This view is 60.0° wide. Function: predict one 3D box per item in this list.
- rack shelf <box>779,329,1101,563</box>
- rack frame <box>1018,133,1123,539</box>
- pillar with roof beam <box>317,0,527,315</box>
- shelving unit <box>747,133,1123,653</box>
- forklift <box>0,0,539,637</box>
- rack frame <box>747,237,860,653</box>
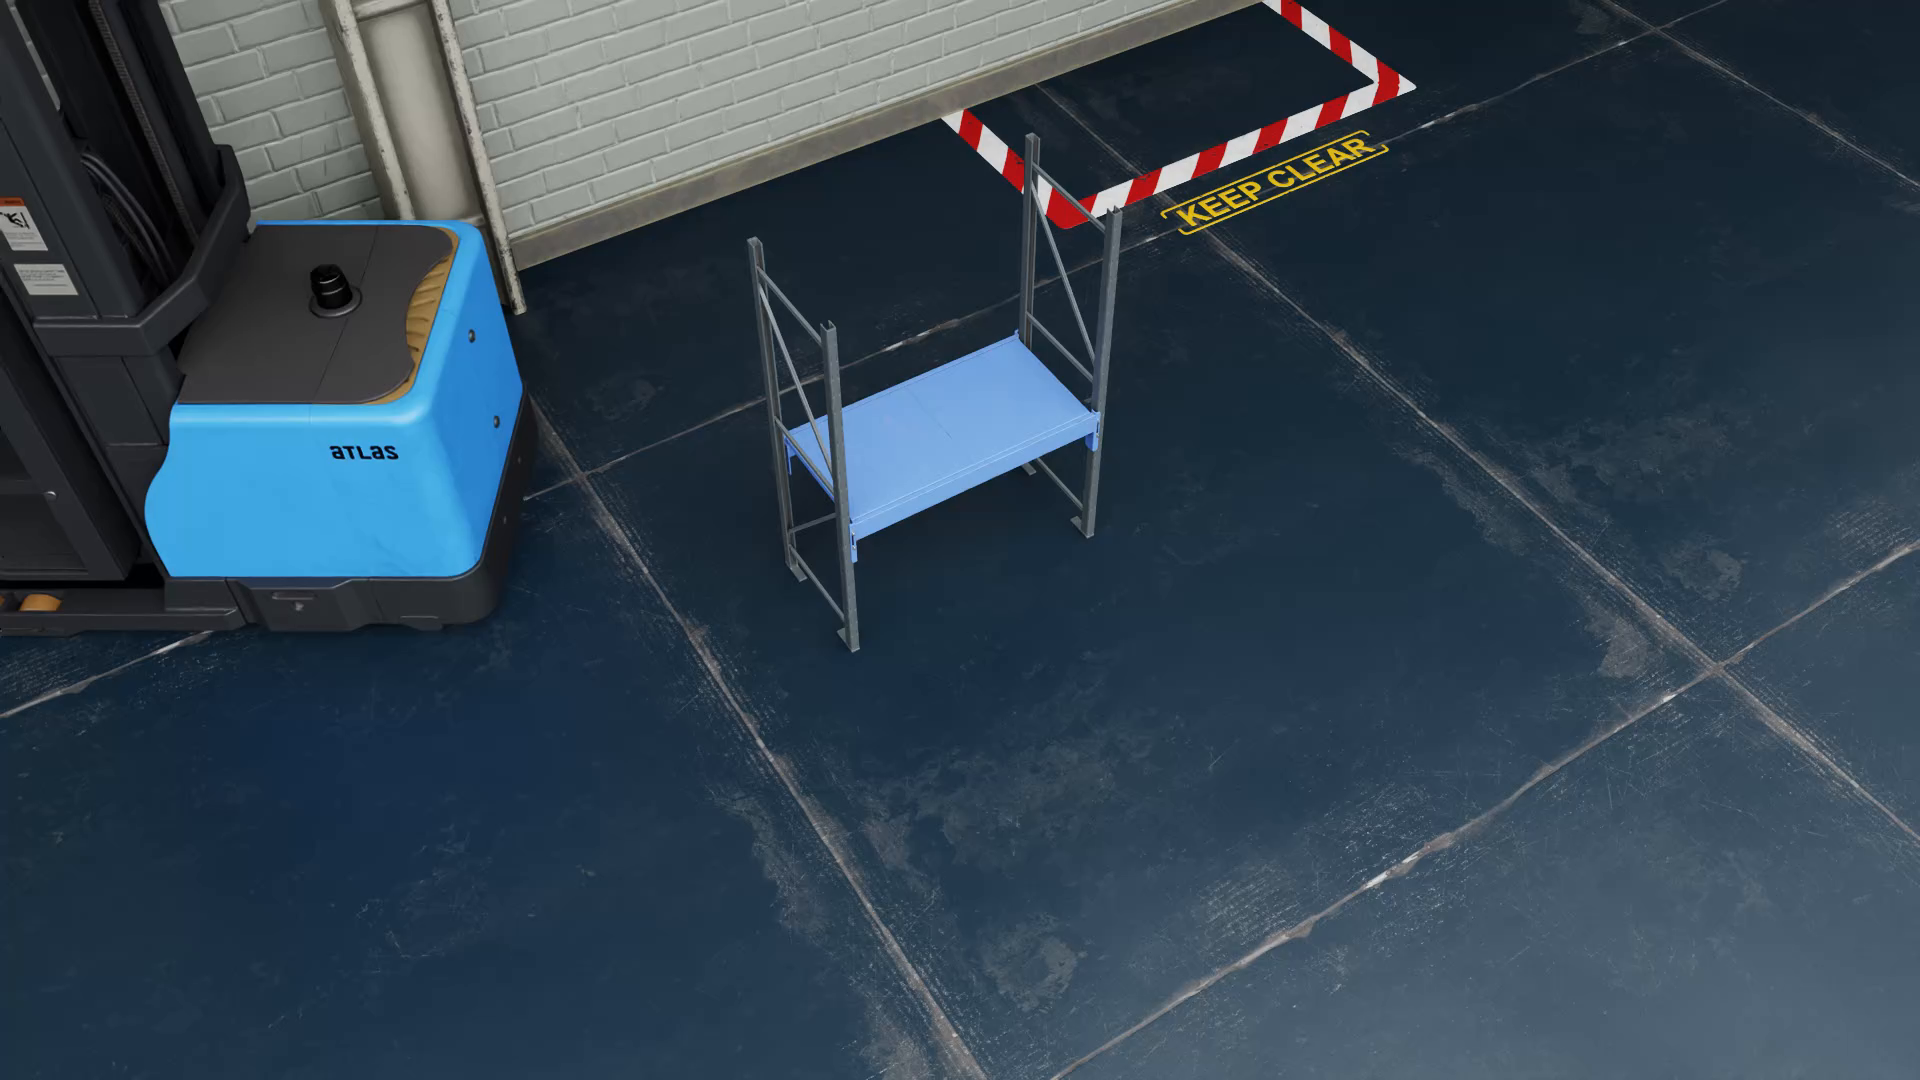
[{"bbox_3d":[-0.072,-0.345,5.794,1.000,0.185,0.538,-25,53,-21],"label":"rack shelf"},{"bbox_3d":[0.358,-0.667,5.840,0.032,1.500,0.500,-25,53,-21],"label":"rack frame"},{"bbox_3d":[0.195,-1.274,1.359,0.400,9.000,9.100,-25,53,-21],"label":"pillar with roof beam"},{"bbox_3d":[-0.072,-0.465,5.660,1.048,1.500,0.538,-25,53,-21],"label":"shelving unit"},{"bbox_3d":[-3.168,-1.025,5.200,3.031,2.935,1.130,0,48,0],"label":"forklift"},{"bbox_3d":[-0.502,-0.262,5.479,0.032,1.500,0.500,-25,53,-21],"label":"rack frame"}]
